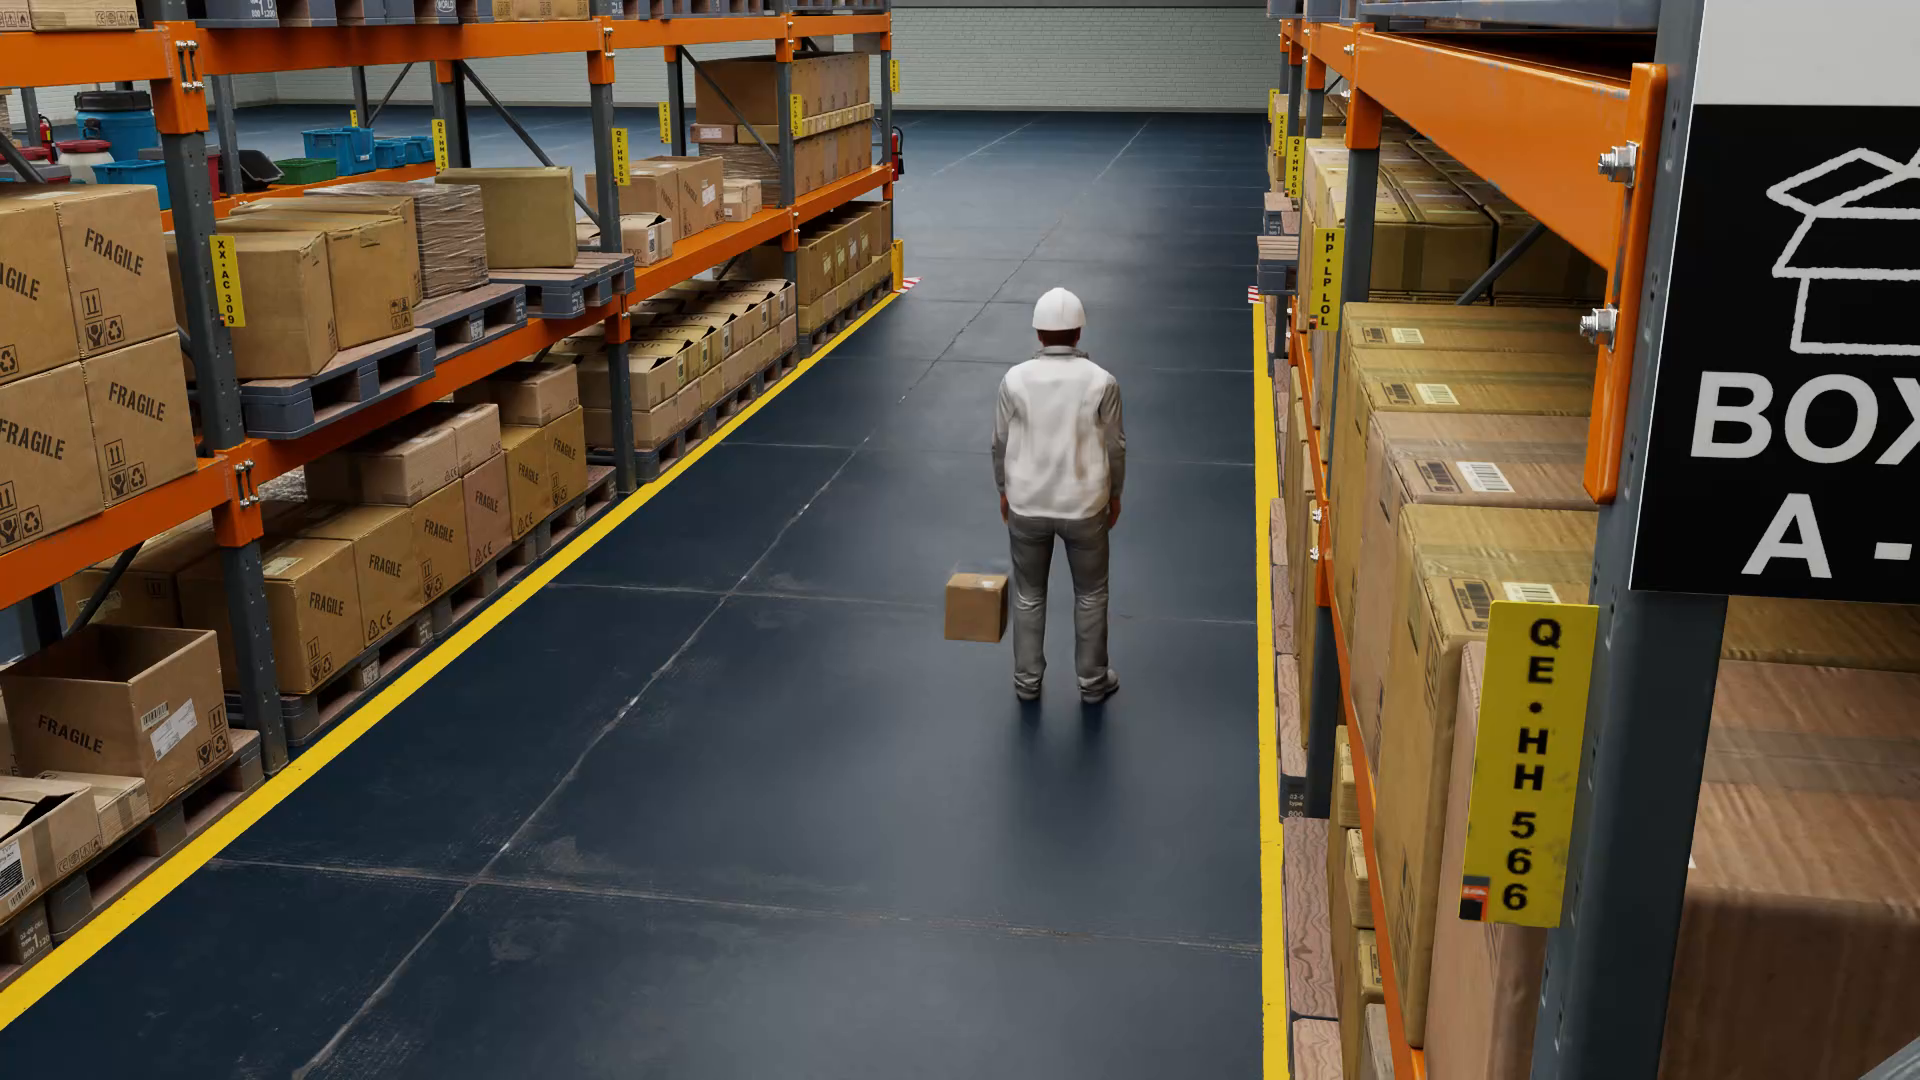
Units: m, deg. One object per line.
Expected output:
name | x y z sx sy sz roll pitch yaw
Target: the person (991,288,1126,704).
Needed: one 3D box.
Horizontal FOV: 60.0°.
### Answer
person | 0.414 -0.169 7.037 0.566 1.771 0.447 3 18 8
